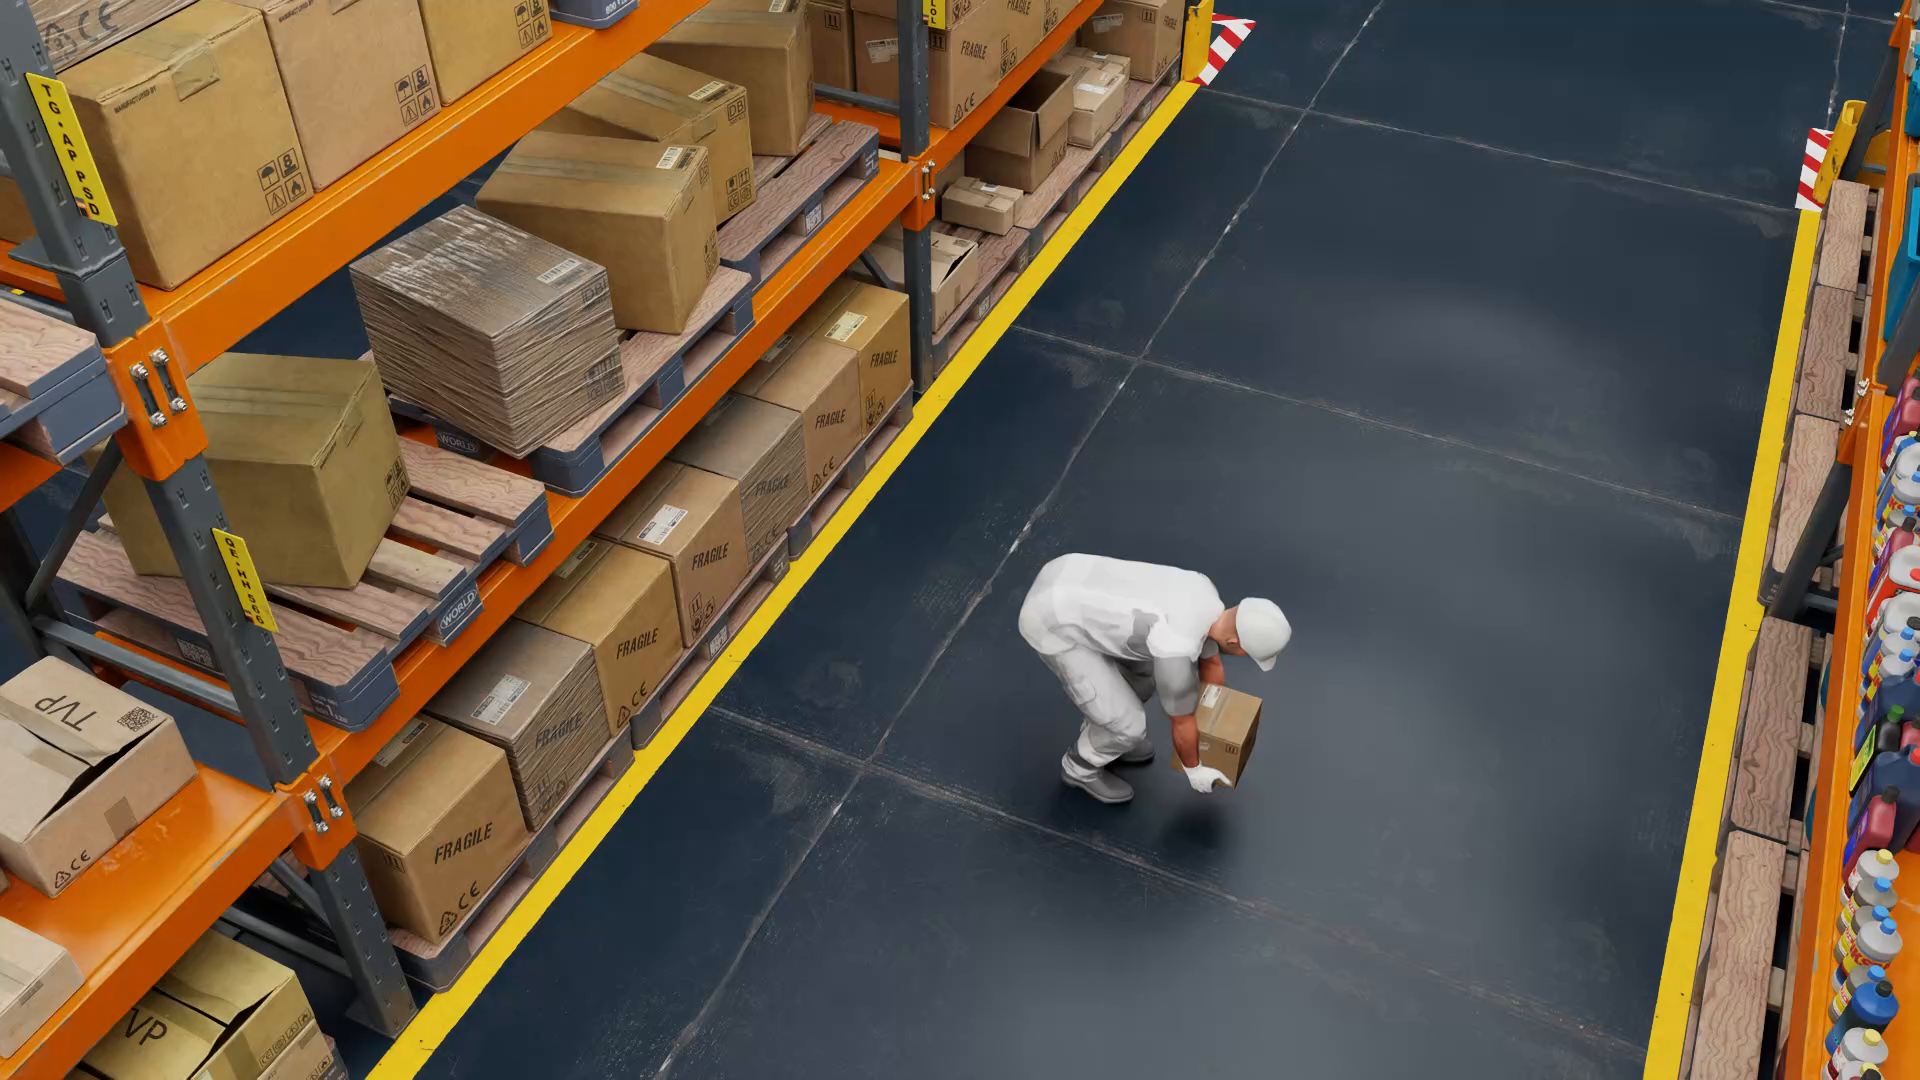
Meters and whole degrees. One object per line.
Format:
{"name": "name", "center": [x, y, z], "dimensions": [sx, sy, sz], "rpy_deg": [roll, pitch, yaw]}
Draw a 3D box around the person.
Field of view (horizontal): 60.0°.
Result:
{"name": "person", "center": [0.686, 0.528, 6.109], "dimensions": [0.958, 1.039, 0.517], "rpy_deg": [15, 44, 16]}
